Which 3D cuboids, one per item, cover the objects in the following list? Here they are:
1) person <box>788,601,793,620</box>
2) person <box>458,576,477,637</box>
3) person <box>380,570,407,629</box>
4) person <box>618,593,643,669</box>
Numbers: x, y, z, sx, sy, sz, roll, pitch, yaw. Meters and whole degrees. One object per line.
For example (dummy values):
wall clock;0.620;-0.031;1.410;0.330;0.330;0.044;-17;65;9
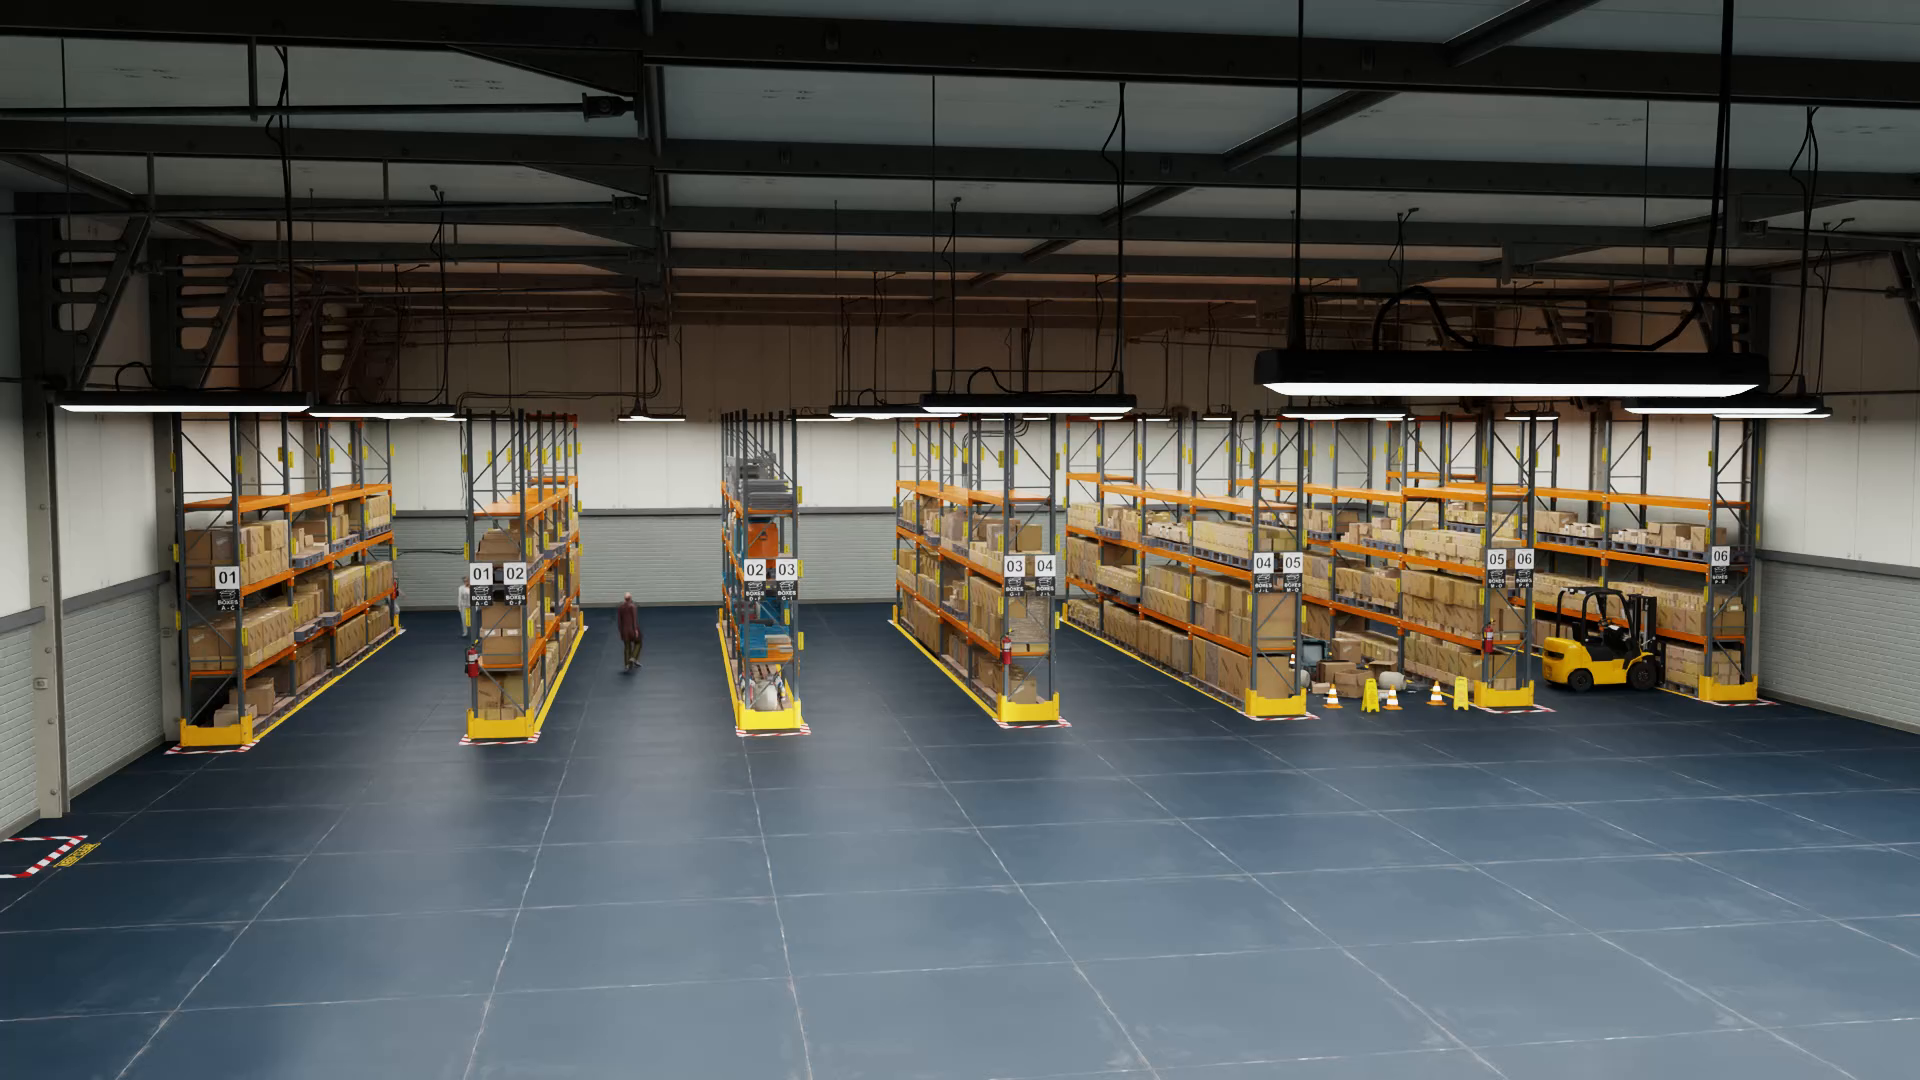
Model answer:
person;-4.960;1.526;48.762;0.418;1.551;0.899;-1;4;-10
person;-13.284;1.761;44.897;0.491;1.632;0.872;-1;4;-11
person;-15.911;1.660;46.517;0.810;1.676;0.528;0;4;-3
person;-7.722;2.122;38.834;0.593;1.734;0.529;1;4;7
